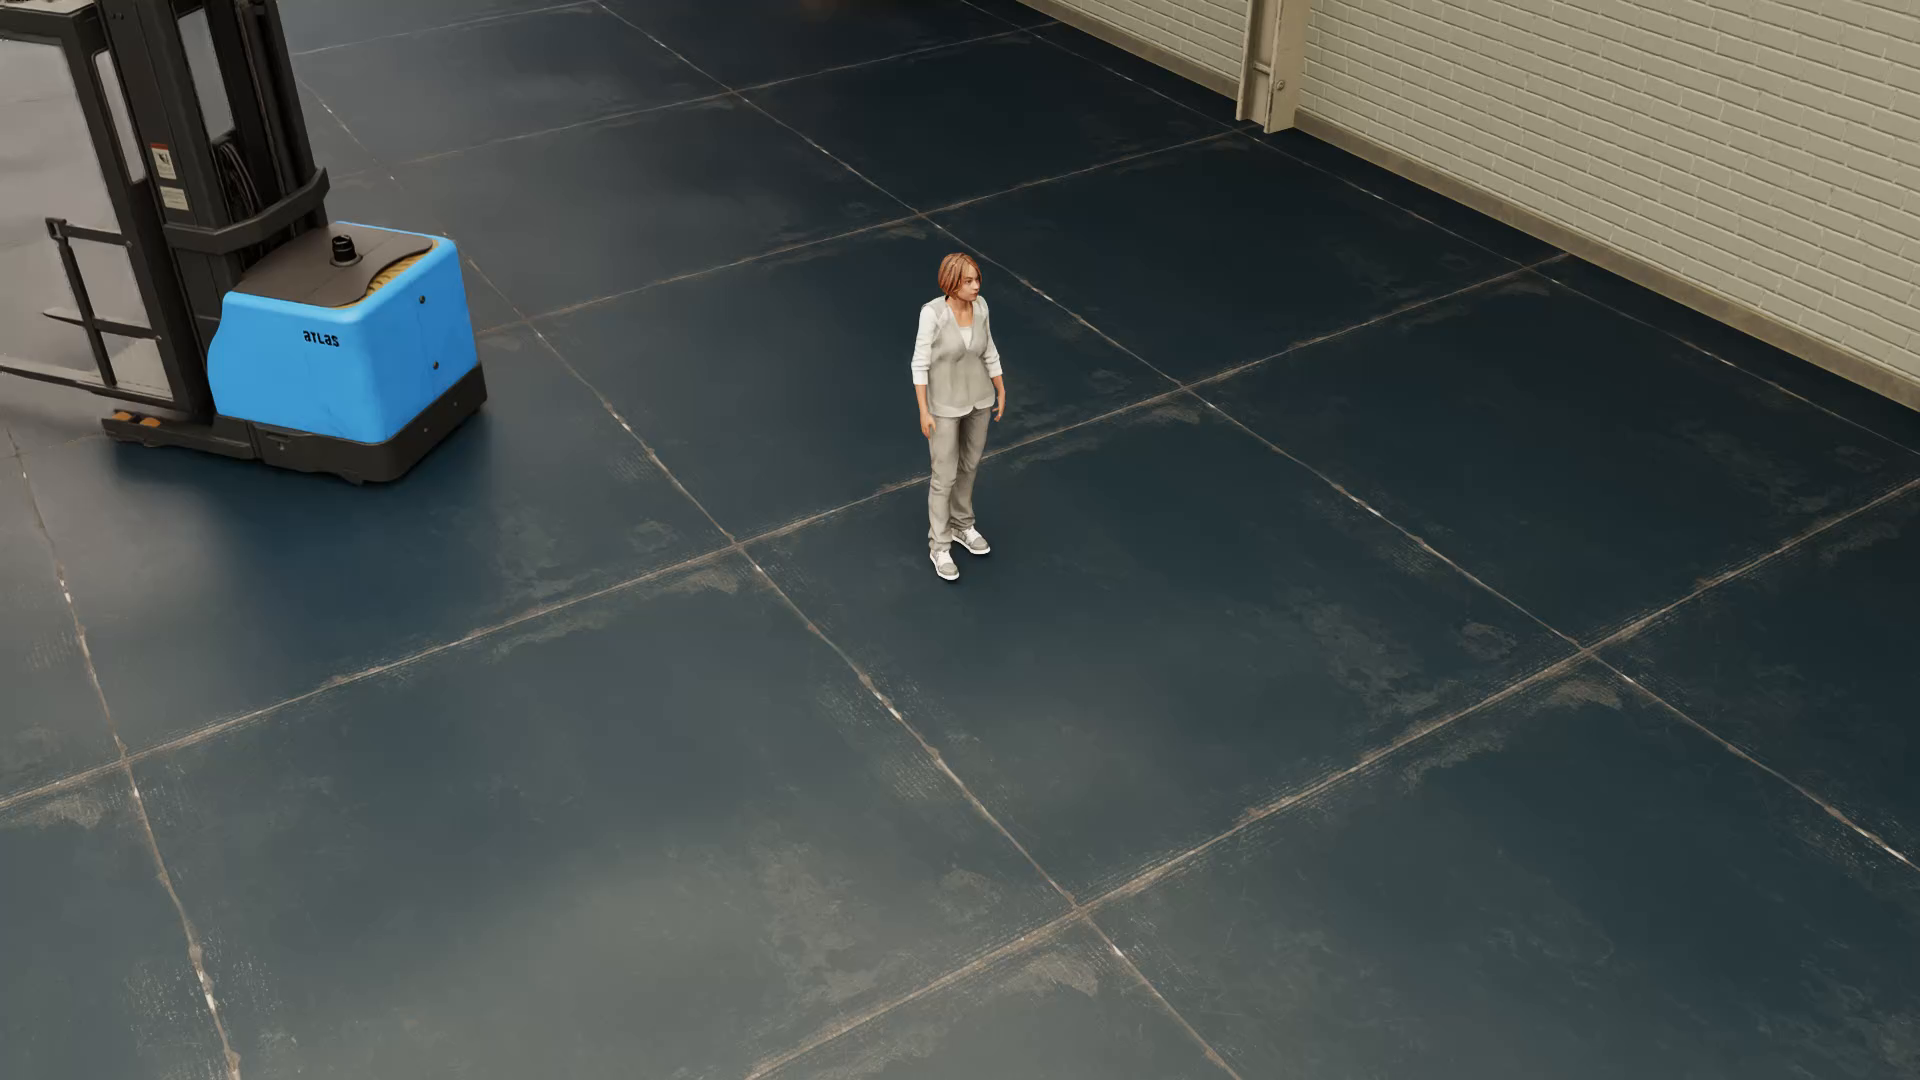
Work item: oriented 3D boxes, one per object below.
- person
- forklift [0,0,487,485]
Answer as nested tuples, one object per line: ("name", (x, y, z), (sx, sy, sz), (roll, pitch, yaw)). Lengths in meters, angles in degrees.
("person", (0.029, -0.619, 8.176), (0.520, 1.599, 0.473), (-21, 40, -27))
("forklift", (-4.348, -2.000, 8.994), (3.031, 2.935, 1.130), (11, 37, 15))
